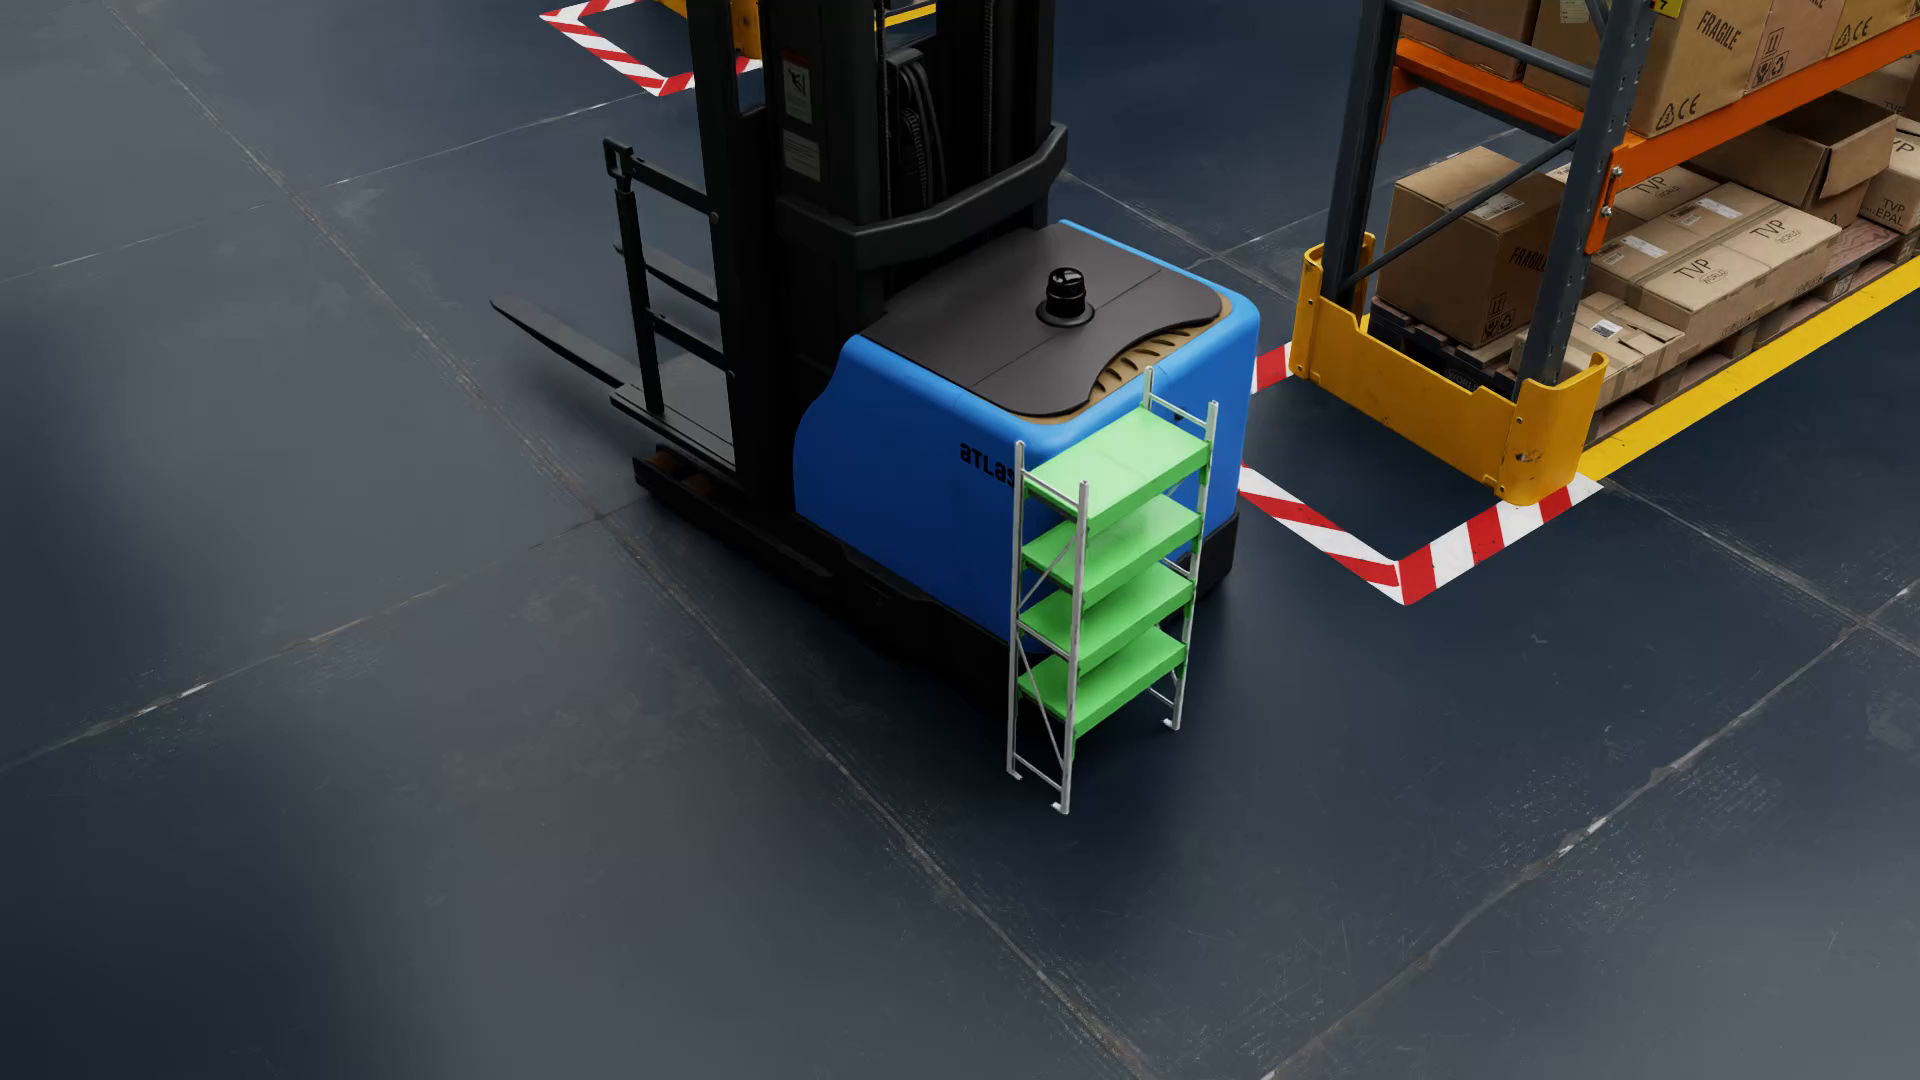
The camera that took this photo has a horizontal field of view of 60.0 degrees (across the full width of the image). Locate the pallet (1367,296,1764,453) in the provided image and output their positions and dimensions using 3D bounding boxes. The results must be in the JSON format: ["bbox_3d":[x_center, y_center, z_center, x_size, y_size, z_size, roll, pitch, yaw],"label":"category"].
[{"bbox_3d":[2.397,-0.852,6.623,1.213,0.211,1.003,-26,46,-28],"label":"pallet"}]

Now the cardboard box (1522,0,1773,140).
[{"bbox_3d":[2.218,-1.670,5.342,0.500,0.500,0.500,-25,46,-27],"label":"cardboard box"}]

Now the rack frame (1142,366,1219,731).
[{"bbox_3d":[0.579,0.058,4.732,0.015,1.200,0.240,-31,49,-32],"label":"rack frame"}]

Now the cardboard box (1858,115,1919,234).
[{"bbox_3d":[4.003,-1.616,7.128,0.500,0.311,0.500,-26,46,-28],"label":"cardboard box"}]

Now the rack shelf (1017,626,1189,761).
[{"bbox_3d":[0.402,0.400,4.795,0.480,0.148,0.258,-31,49,-32],"label":"rack shelf"}]

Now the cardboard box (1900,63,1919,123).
[{"bbox_3d":[4.598,-1.979,7.422,0.500,0.500,0.500,-26,46,-28],"label":"cardboard box"}]

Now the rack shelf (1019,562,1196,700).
[{"bbox_3d":[0.402,0.215,4.643,0.480,0.148,0.258,-31,49,-32],"label":"rack shelf"}]

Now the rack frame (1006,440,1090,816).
[{"bbox_3d":[0.226,0.272,4.472,0.015,1.200,0.240,-31,49,-32],"label":"rack frame"}]

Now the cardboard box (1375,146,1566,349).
[{"bbox_3d":[1.986,-1.130,6.387,0.500,0.500,0.500,-26,46,-28],"label":"cardboard box"}]

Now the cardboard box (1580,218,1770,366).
[{"bbox_3d":[2.706,-0.960,6.377,0.500,0.250,0.500,-26,46,-28],"label":"cardboard box"}]

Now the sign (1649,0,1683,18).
[{"bbox_3d":[2.036,-1.654,4.719,0.005,0.325,0.100,-26,46,-28],"label":"sign"}]

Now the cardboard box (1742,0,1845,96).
[{"bbox_3d":[2.624,-1.872,5.588,0.500,0.500,0.500,-26,46,-28],"label":"cardboard box"}]

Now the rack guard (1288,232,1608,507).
[{"bbox_3d":[1.766,-0.655,6.155,0.348,0.500,1.175,-26,46,-28],"label":"rack guard"}]

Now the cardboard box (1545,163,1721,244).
[{"bbox_3d":[2.758,-1.386,6.895,0.500,0.250,0.500,-26,46,-28],"label":"cardboard box"}]

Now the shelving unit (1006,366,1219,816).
[{"bbox_3d":[0.402,0.165,4.602,0.503,1.200,0.258,-31,49,-32],"label":"shelving unit"}]

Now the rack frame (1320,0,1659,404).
[{"bbox_3d":[1.705,-1.592,5.326,0.127,3.000,1.000,-26,46,-28],"label":"rack frame"}]

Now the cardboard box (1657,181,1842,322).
[{"bbox_3d":[3.102,-1.153,6.612,0.500,0.250,0.500,-26,46,-28],"label":"cardboard box"}]

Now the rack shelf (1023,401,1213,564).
[{"bbox_3d":[0.403,-0.156,4.338,0.480,0.148,0.258,-31,49,-32],"label":"rack shelf"}]

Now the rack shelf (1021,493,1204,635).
[{"bbox_3d":[0.403,0.029,4.490,0.480,0.148,0.258,-31,49,-32],"label":"rack shelf"}]

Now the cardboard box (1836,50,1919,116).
[{"bbox_3d":[4.412,-2.215,7.859,0.500,0.311,0.500,-26,46,-28],"label":"cardboard box"}]

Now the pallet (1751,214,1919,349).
[{"bbox_3d":[3.364,-1.321,7.194,1.213,0.211,1.003,-26,46,-28],"label":"pallet"}]

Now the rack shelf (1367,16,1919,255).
[{"bbox_3d":[3.291,-2.087,6.497,4.000,0.370,1.077,-26,46,-28],"label":"rack shelf"}]

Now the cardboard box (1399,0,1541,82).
[{"bbox_3d":[1.895,-1.941,5.672,0.500,0.500,0.500,-25,45,-27],"label":"cardboard box"}]

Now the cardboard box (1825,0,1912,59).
[{"bbox_3d":[3.023,-2.065,5.823,0.500,0.500,0.500,-26,46,-28],"label":"cardboard box"}]

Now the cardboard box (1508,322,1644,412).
[{"bbox_3d":[2.247,-0.649,6.077,0.250,0.149,0.380,-26,46,-28],"label":"cardboard box"}]

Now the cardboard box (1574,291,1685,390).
[{"bbox_3d":[2.445,-0.753,6.190,0.250,0.166,0.380,-26,46,-28],"label":"cardboard box"}]

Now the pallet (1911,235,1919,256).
[{"bbox_3d":[4.332,-1.795,7.772,1.213,0.211,1.003,-26,46,-28],"label":"pallet"}]

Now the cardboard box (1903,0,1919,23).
[{"bbox_3d":[3.421,-2.257,6.057,0.500,0.500,0.500,-25,46,-28],"label":"cardboard box"}]

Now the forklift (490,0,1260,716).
[{"bbox_3d":[-0.518,-1.416,5.165,3.031,2.935,1.130,30,48,32],"label":"forklift"}]

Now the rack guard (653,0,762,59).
[{"bbox_3d":[-1.321,-3.103,9.138,0.348,0.500,1.175,-26,46,-28],"label":"rack guard"}]

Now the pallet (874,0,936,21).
[{"bbox_3d":[-0.633,-3.306,9.614,1.213,0.211,1.003,-26,46,-28],"label":"pallet"}]

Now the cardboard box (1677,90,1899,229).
[{"bbox_3d":[3.390,-1.615,6.975,0.637,0.503,0.797,-26,46,-28],"label":"cardboard box"}]
